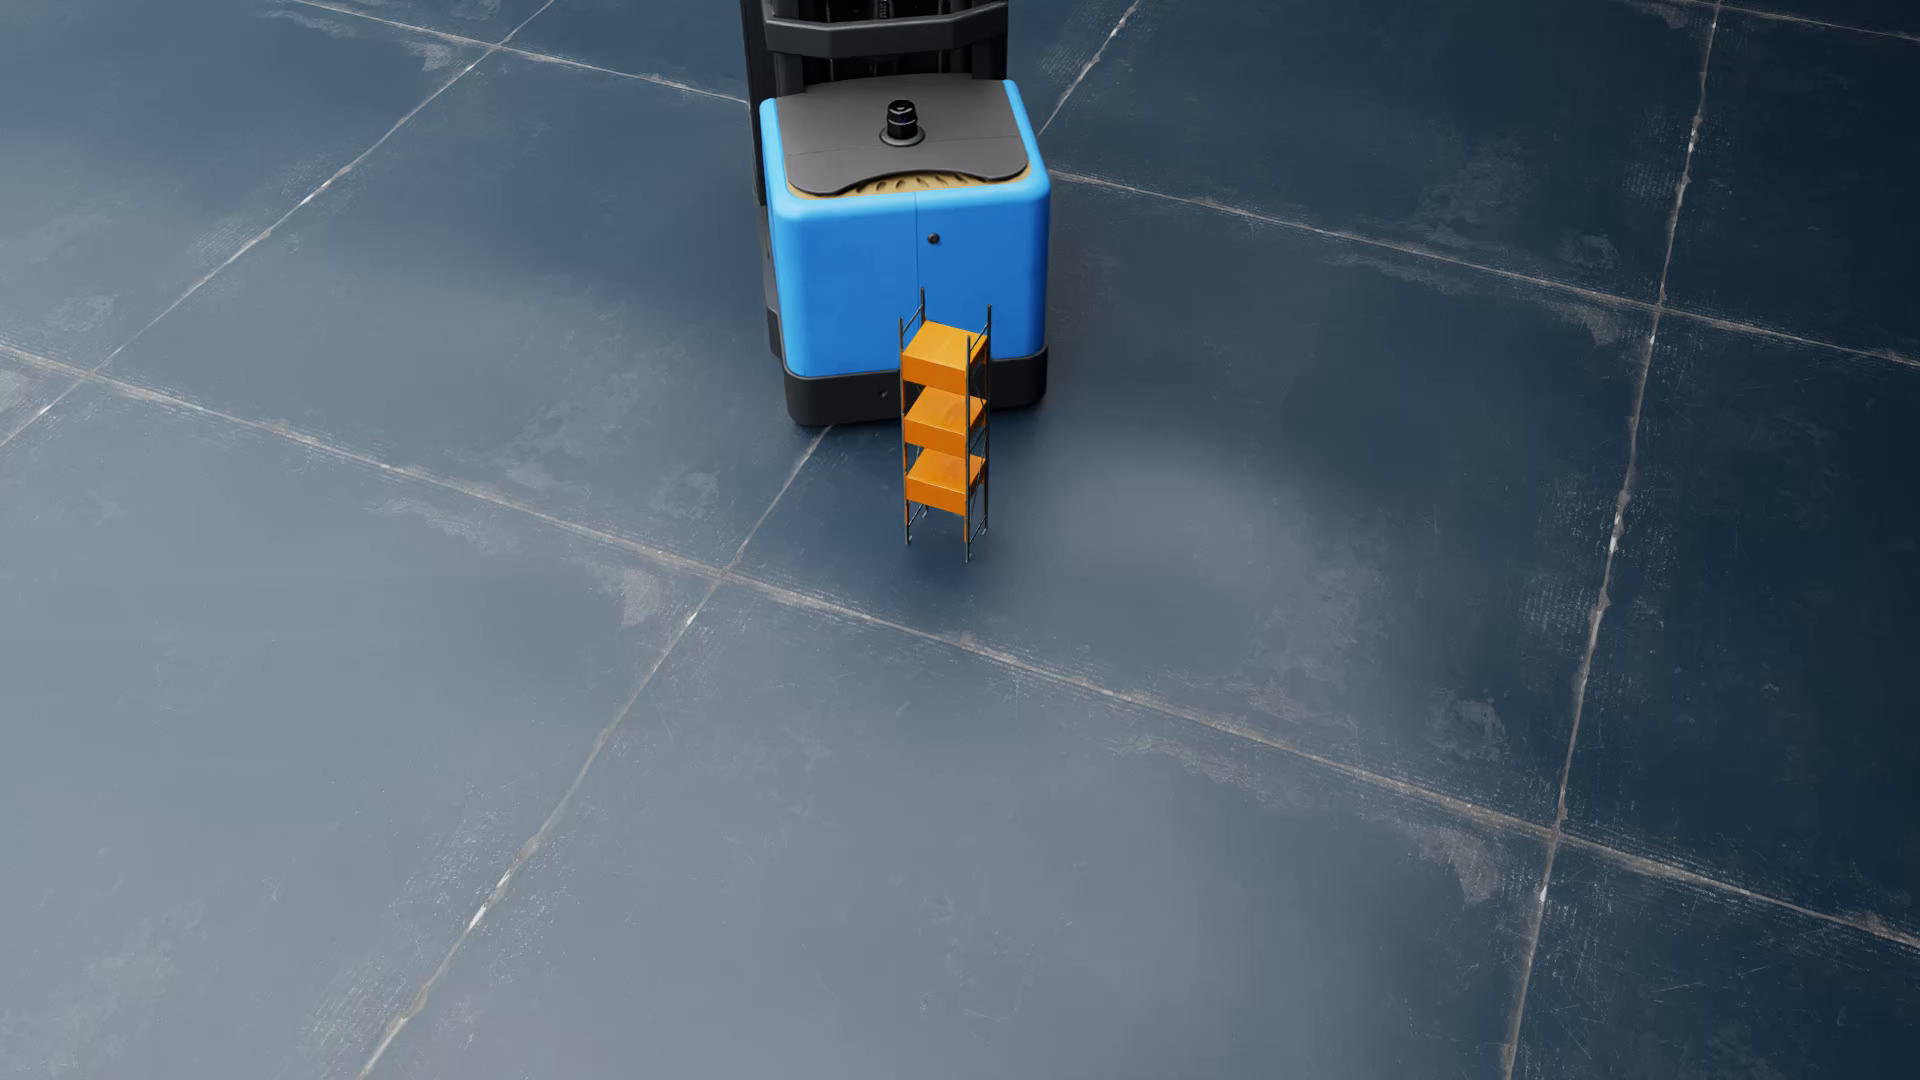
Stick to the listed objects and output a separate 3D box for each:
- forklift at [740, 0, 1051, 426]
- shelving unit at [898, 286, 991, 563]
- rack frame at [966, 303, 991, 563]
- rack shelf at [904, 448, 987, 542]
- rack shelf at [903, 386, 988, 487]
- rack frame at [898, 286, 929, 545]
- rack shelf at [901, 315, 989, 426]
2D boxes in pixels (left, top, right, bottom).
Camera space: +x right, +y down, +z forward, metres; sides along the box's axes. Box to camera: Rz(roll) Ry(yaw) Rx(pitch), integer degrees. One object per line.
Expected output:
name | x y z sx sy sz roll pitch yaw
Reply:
forklift | -0.385 -2.541 6.726 1.130 2.935 3.031 -6 45 -6
shelving unit | -0.049 -0.387 5.894 0.252 1.050 0.215 16 47 16
rack frame | 0.063 -0.354 5.861 0.008 1.050 0.200 16 47 16
rack shelf | -0.049 -0.182 6.098 0.240 0.259 0.215 16 47 16
rack shelf | -0.049 -0.379 5.902 0.240 0.259 0.215 16 47 16
rack frame | -0.162 -0.420 5.928 0.008 1.050 0.200 16 47 16
rack shelf | -0.049 -0.580 5.702 0.240 0.259 0.215 16 47 16
